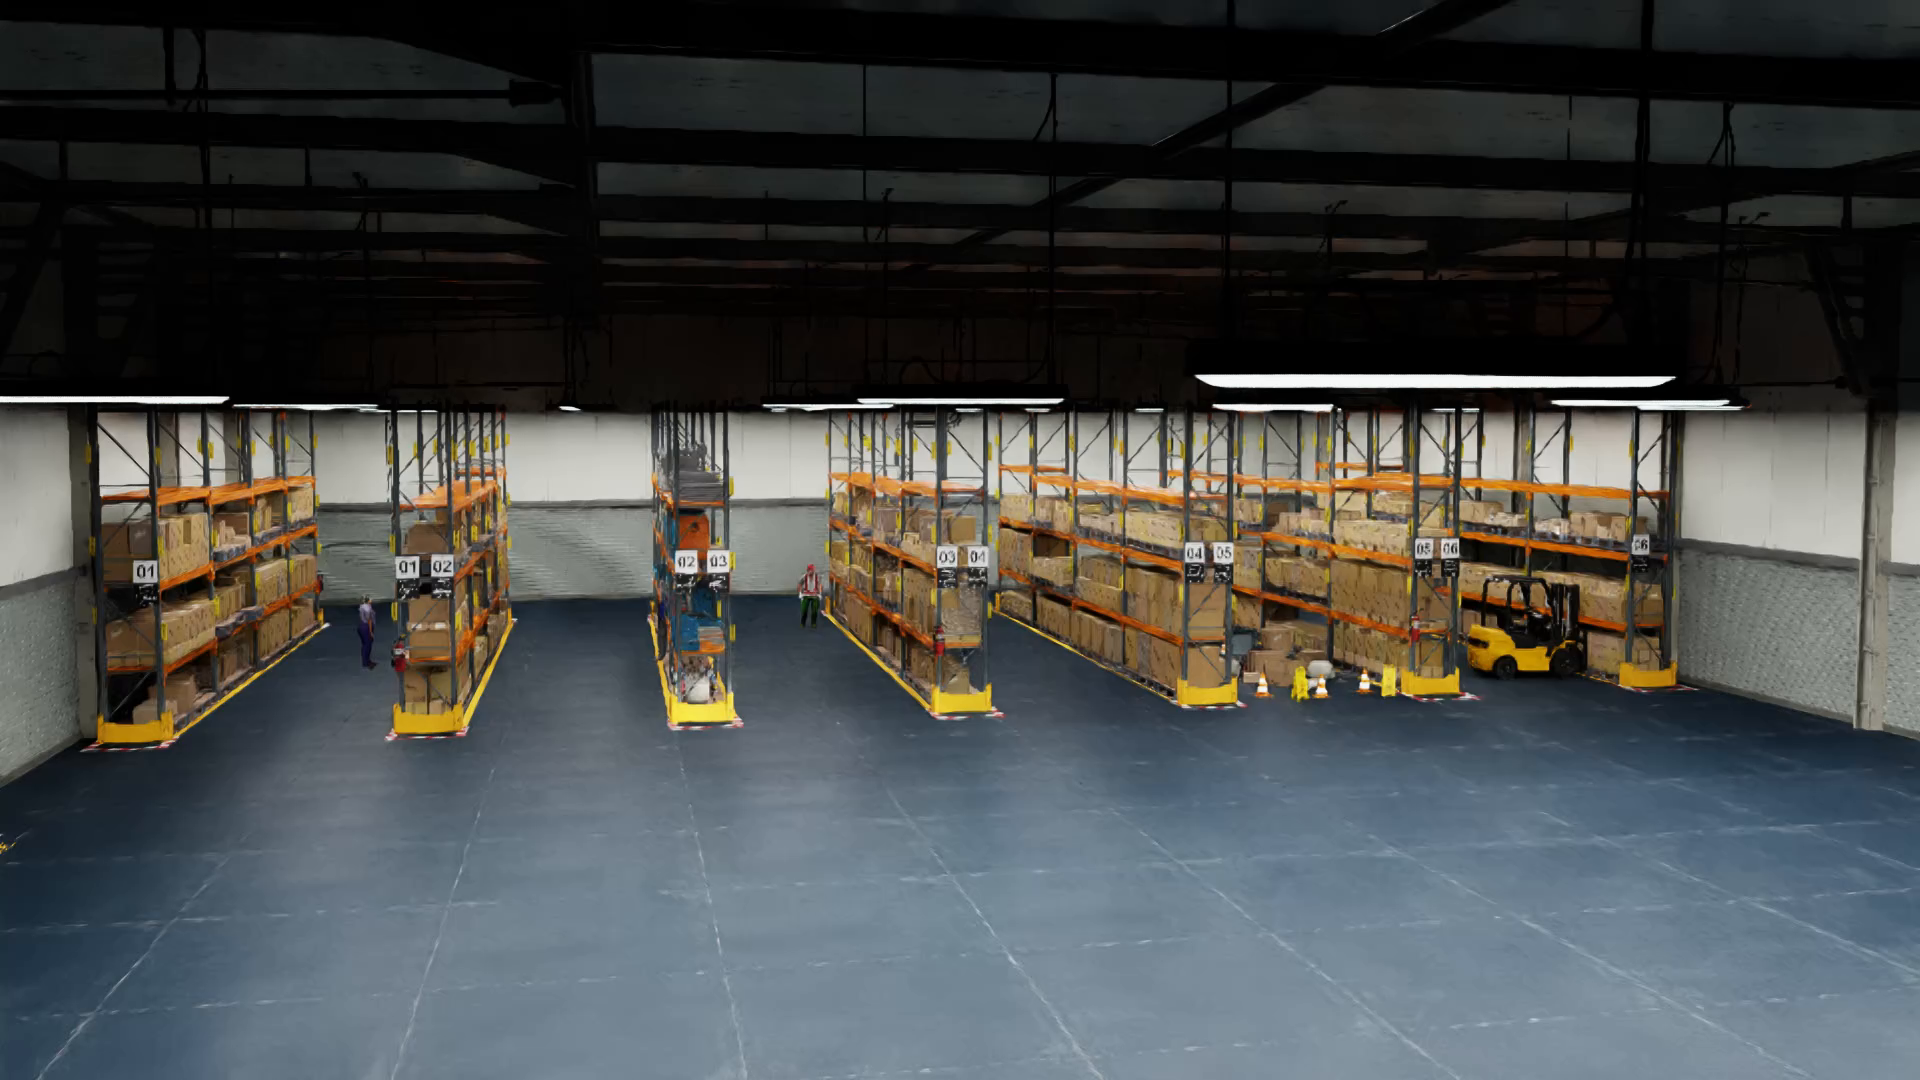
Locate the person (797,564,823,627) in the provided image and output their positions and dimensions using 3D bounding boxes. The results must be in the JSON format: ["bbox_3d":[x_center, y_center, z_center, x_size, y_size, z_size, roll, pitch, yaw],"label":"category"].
[{"bbox_3d":[-4.022,1.496,44.672,0.677,1.742,0.552,-1,4,-13],"label":"person"}]

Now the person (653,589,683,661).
[{"bbox_3d":[-6.625,1.941,37.983,0.647,1.650,0.553,3,5,31],"label":"person"}]

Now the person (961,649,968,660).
[{"bbox_3d":[0.151,2.024,38.845,0.415,1.517,1.030,-1,4,-14],"label":"person"}]

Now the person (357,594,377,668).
[{"bbox_3d":[-13.429,2.047,37.735,0.430,1.653,0.530,-4,6,-41],"label":"person"}]
